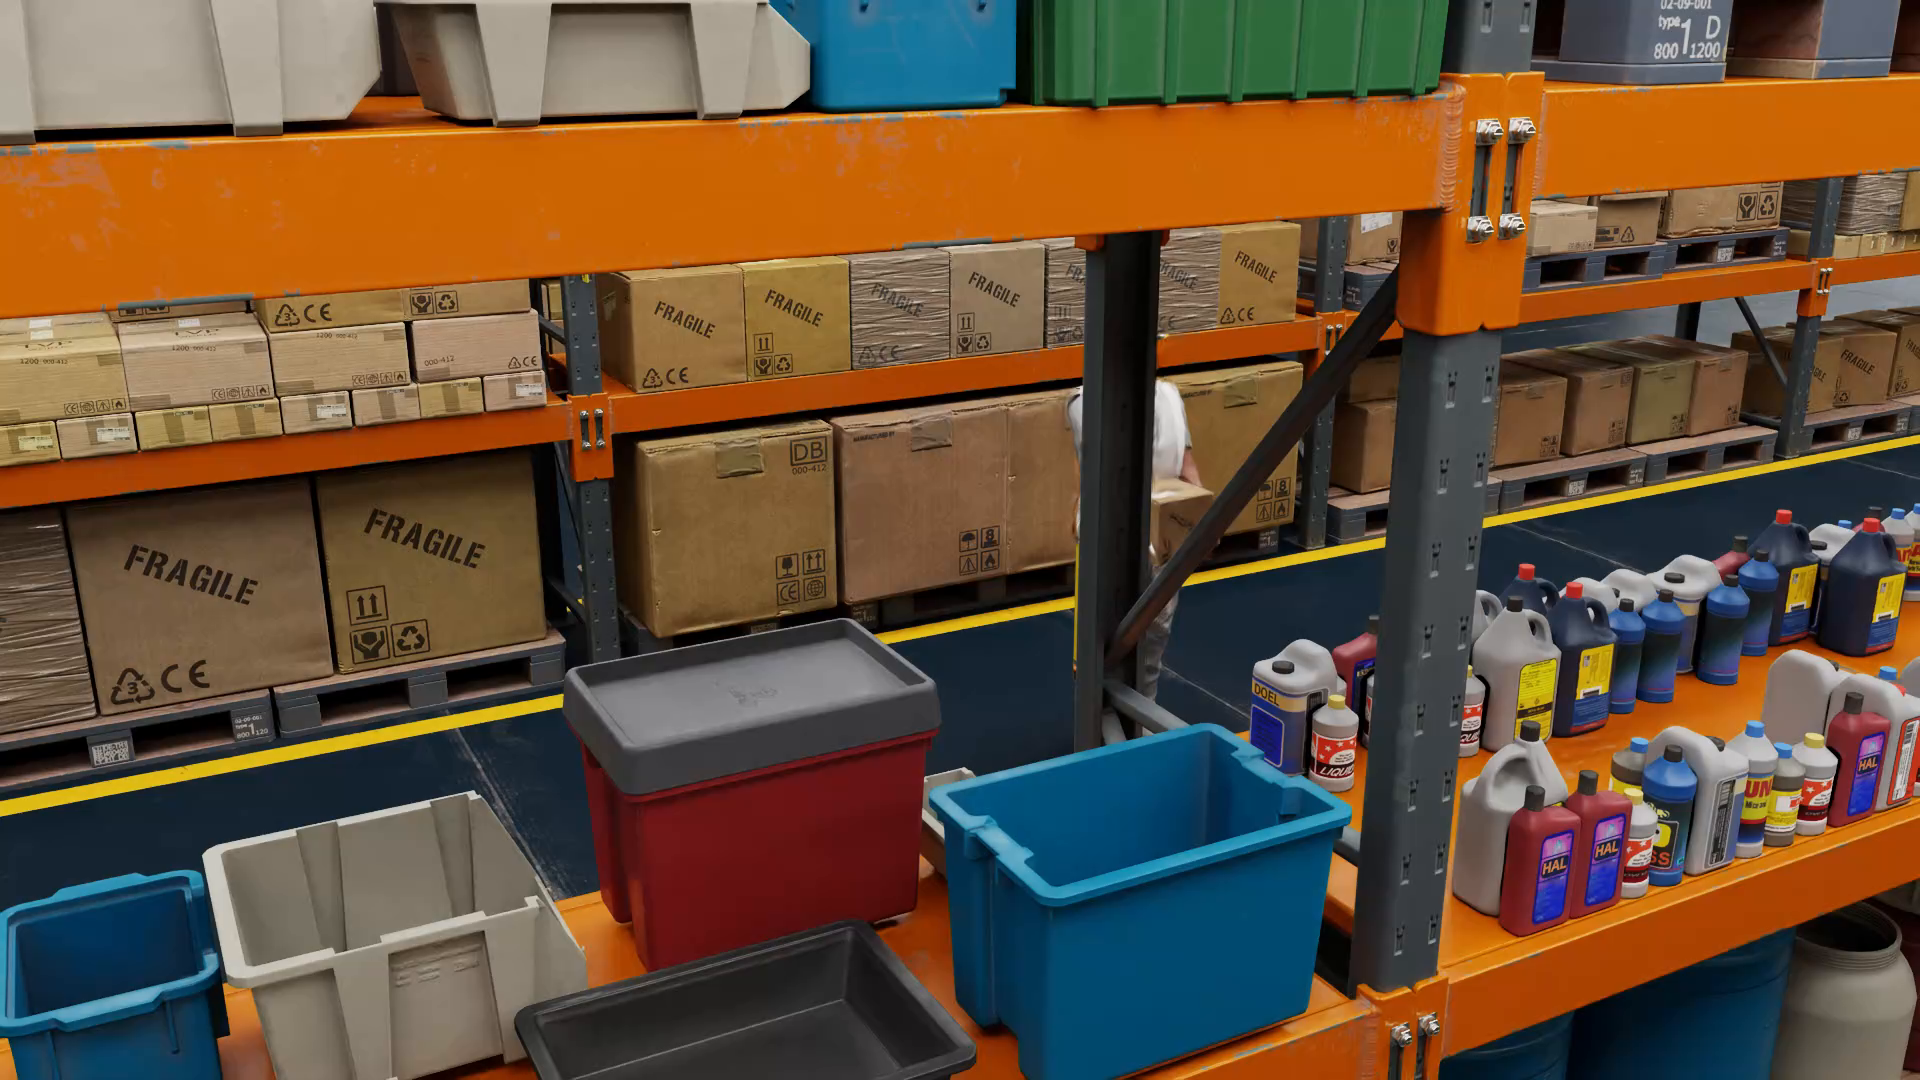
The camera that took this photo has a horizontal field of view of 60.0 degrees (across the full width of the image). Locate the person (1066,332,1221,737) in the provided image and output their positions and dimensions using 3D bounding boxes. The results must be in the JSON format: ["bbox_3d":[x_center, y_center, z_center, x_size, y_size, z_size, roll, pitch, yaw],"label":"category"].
[{"bbox_3d":[0.724,0.019,6.473,0.495,1.783,0.573,-10,21,-28],"label":"person"}]
